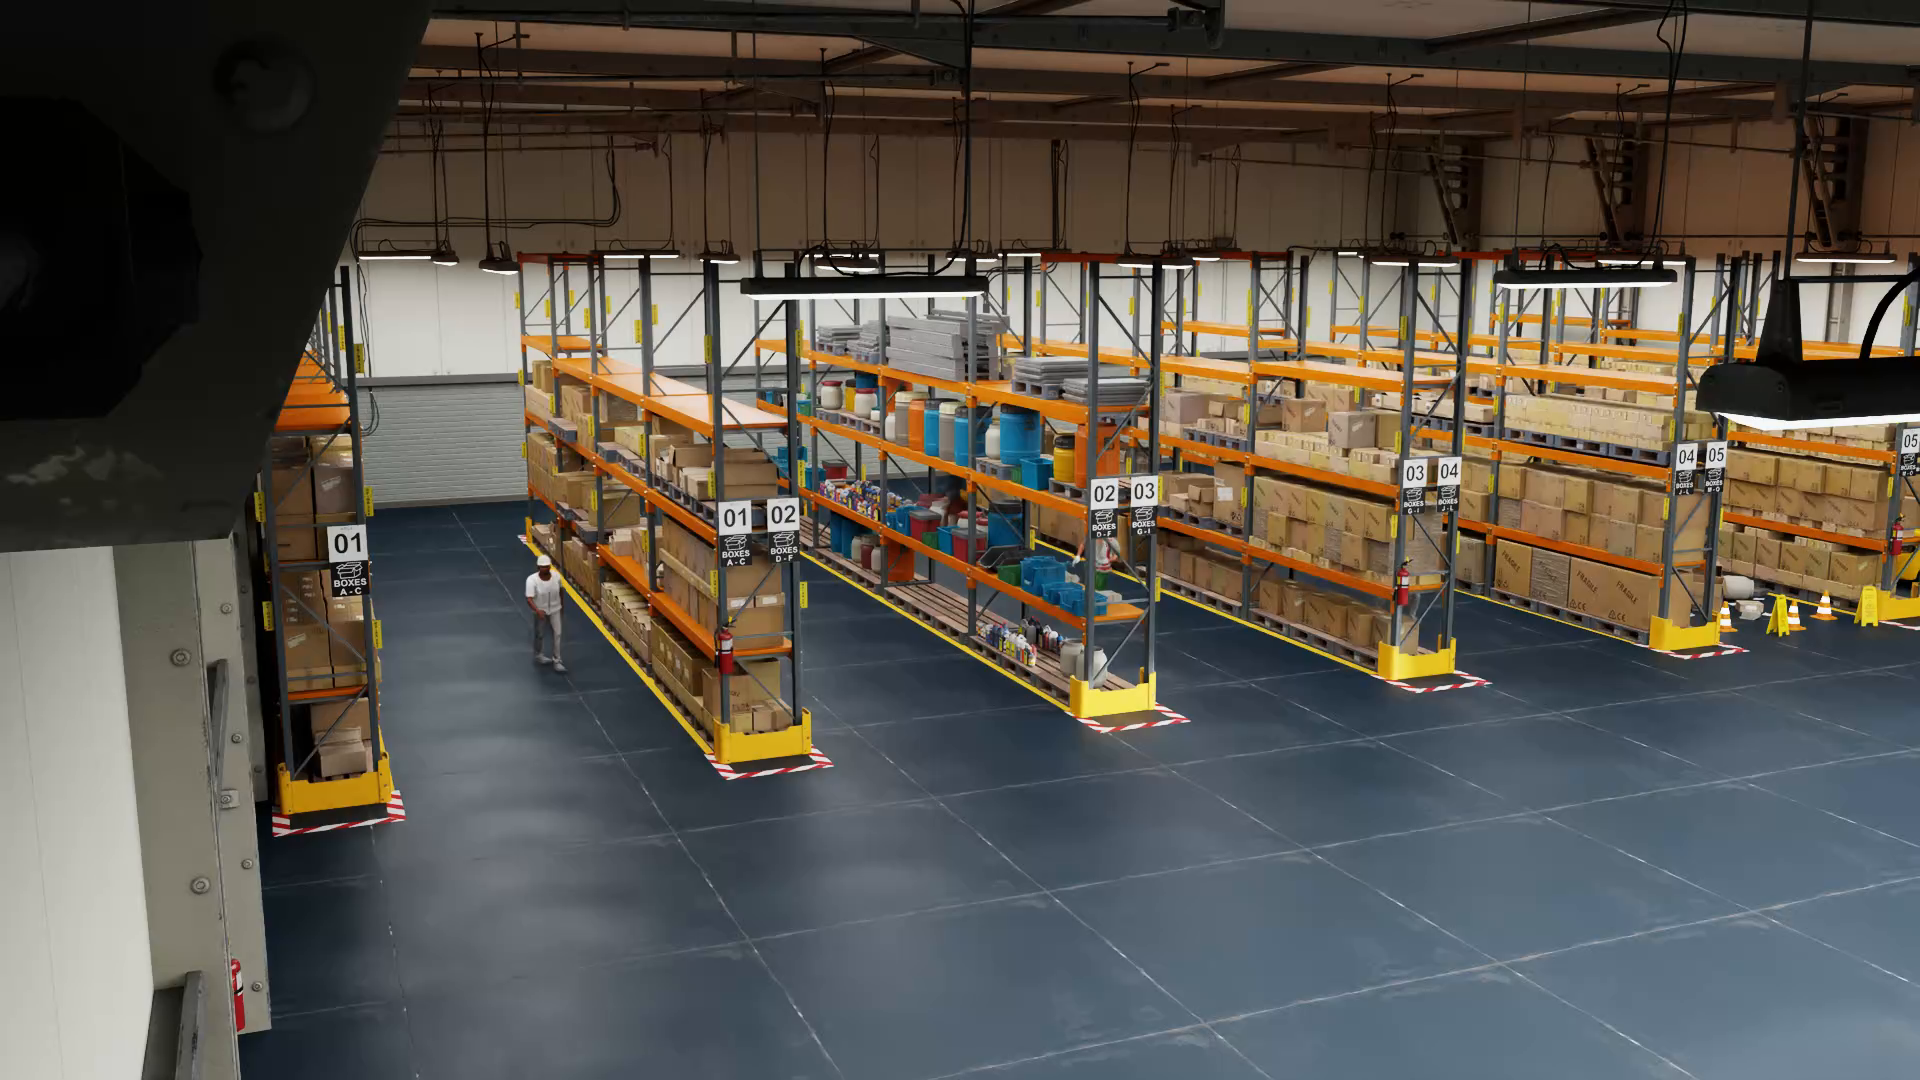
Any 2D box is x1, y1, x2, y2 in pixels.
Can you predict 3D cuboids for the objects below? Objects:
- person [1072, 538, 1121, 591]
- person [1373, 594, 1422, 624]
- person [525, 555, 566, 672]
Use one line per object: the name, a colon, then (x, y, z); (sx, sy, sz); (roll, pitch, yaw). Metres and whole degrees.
person: (2.264, 0.490, 27.735); (0.786, 1.725, 0.698); (0, 10, -3)
person: (7.222, 0.561, 27.512); (0.779, 1.616, 0.714); (-2, 11, -12)
person: (-6.057, 1.045, 24.346); (0.609, 1.704, 0.975); (-5, 11, -24)
